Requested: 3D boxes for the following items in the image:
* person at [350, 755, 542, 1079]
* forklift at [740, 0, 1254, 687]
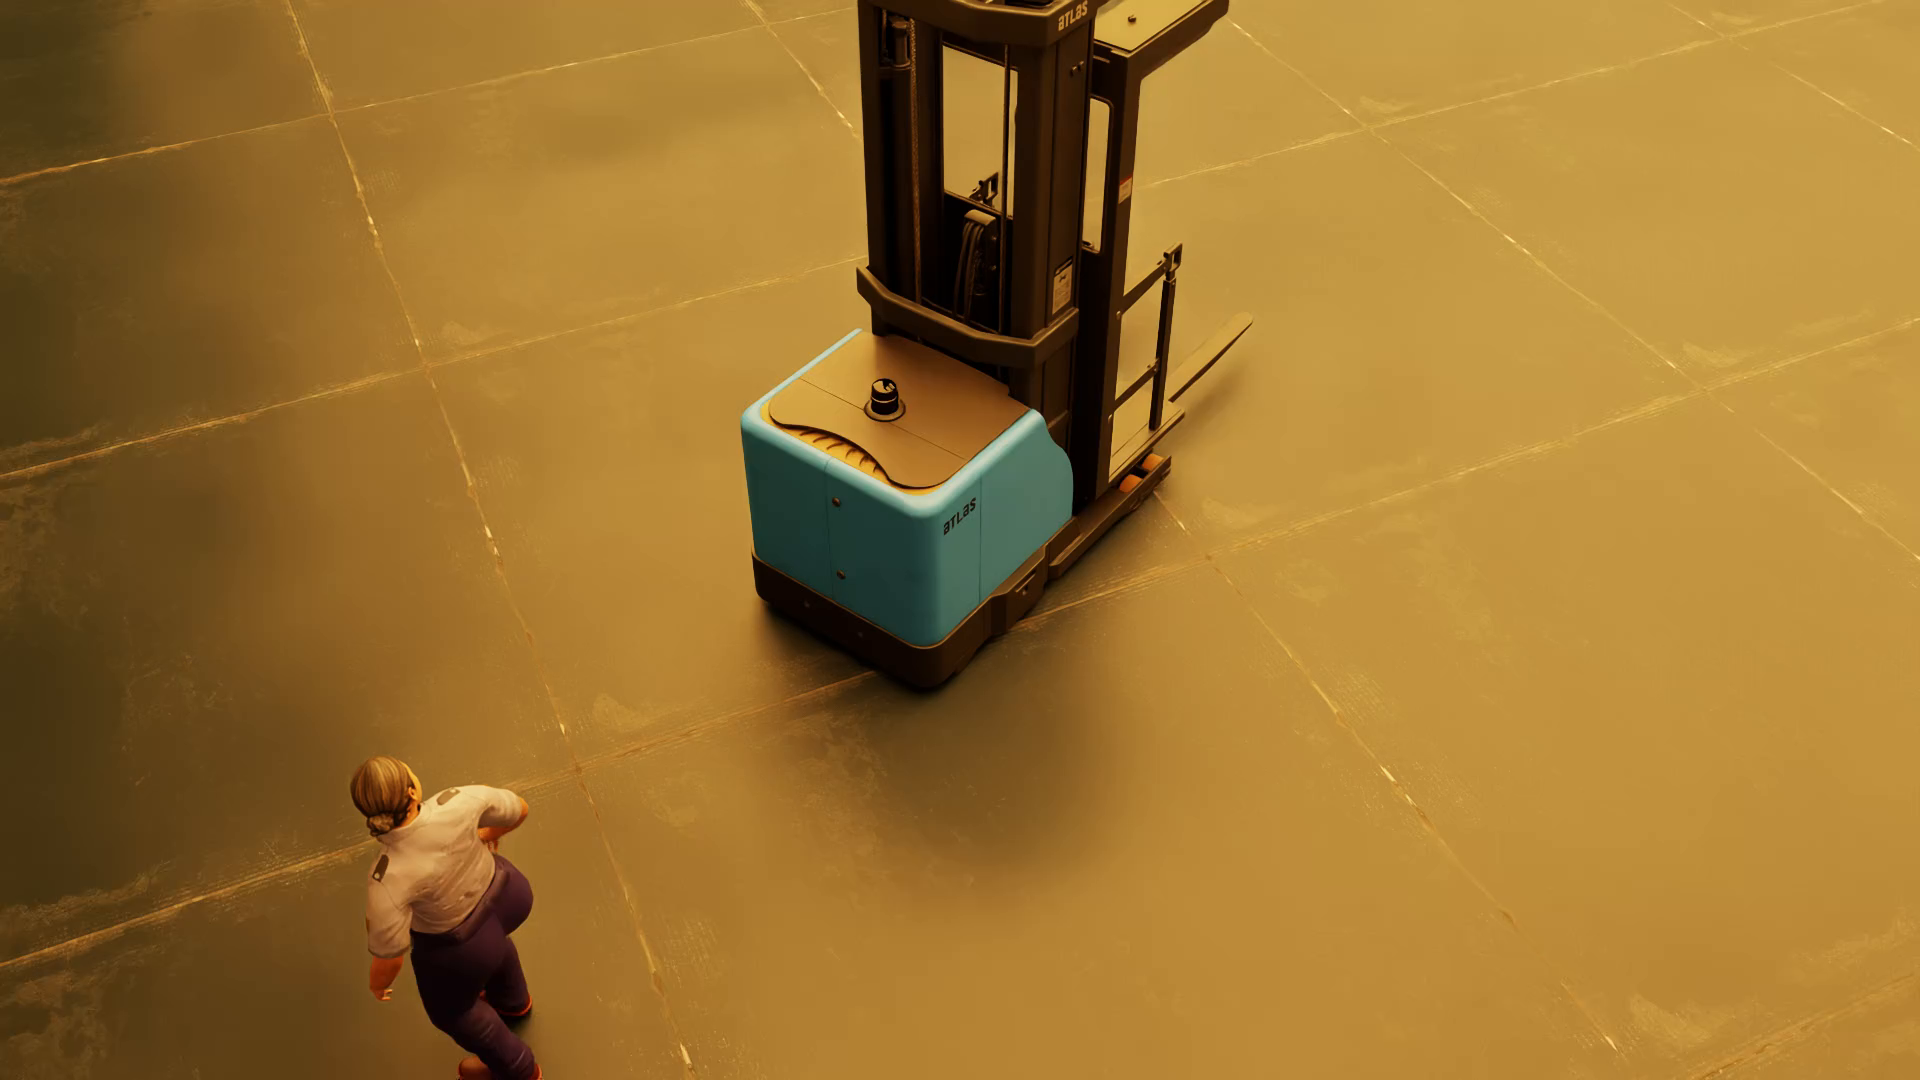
[{"bbox_3d":[-1.667,1.230,5.324,0.485,1.628,0.675,14,45,15],"label":"person"},{"bbox_3d":[0.369,-1.403,7.184,1.130,2.935,3.031,27,50,26],"label":"forklift"}]
